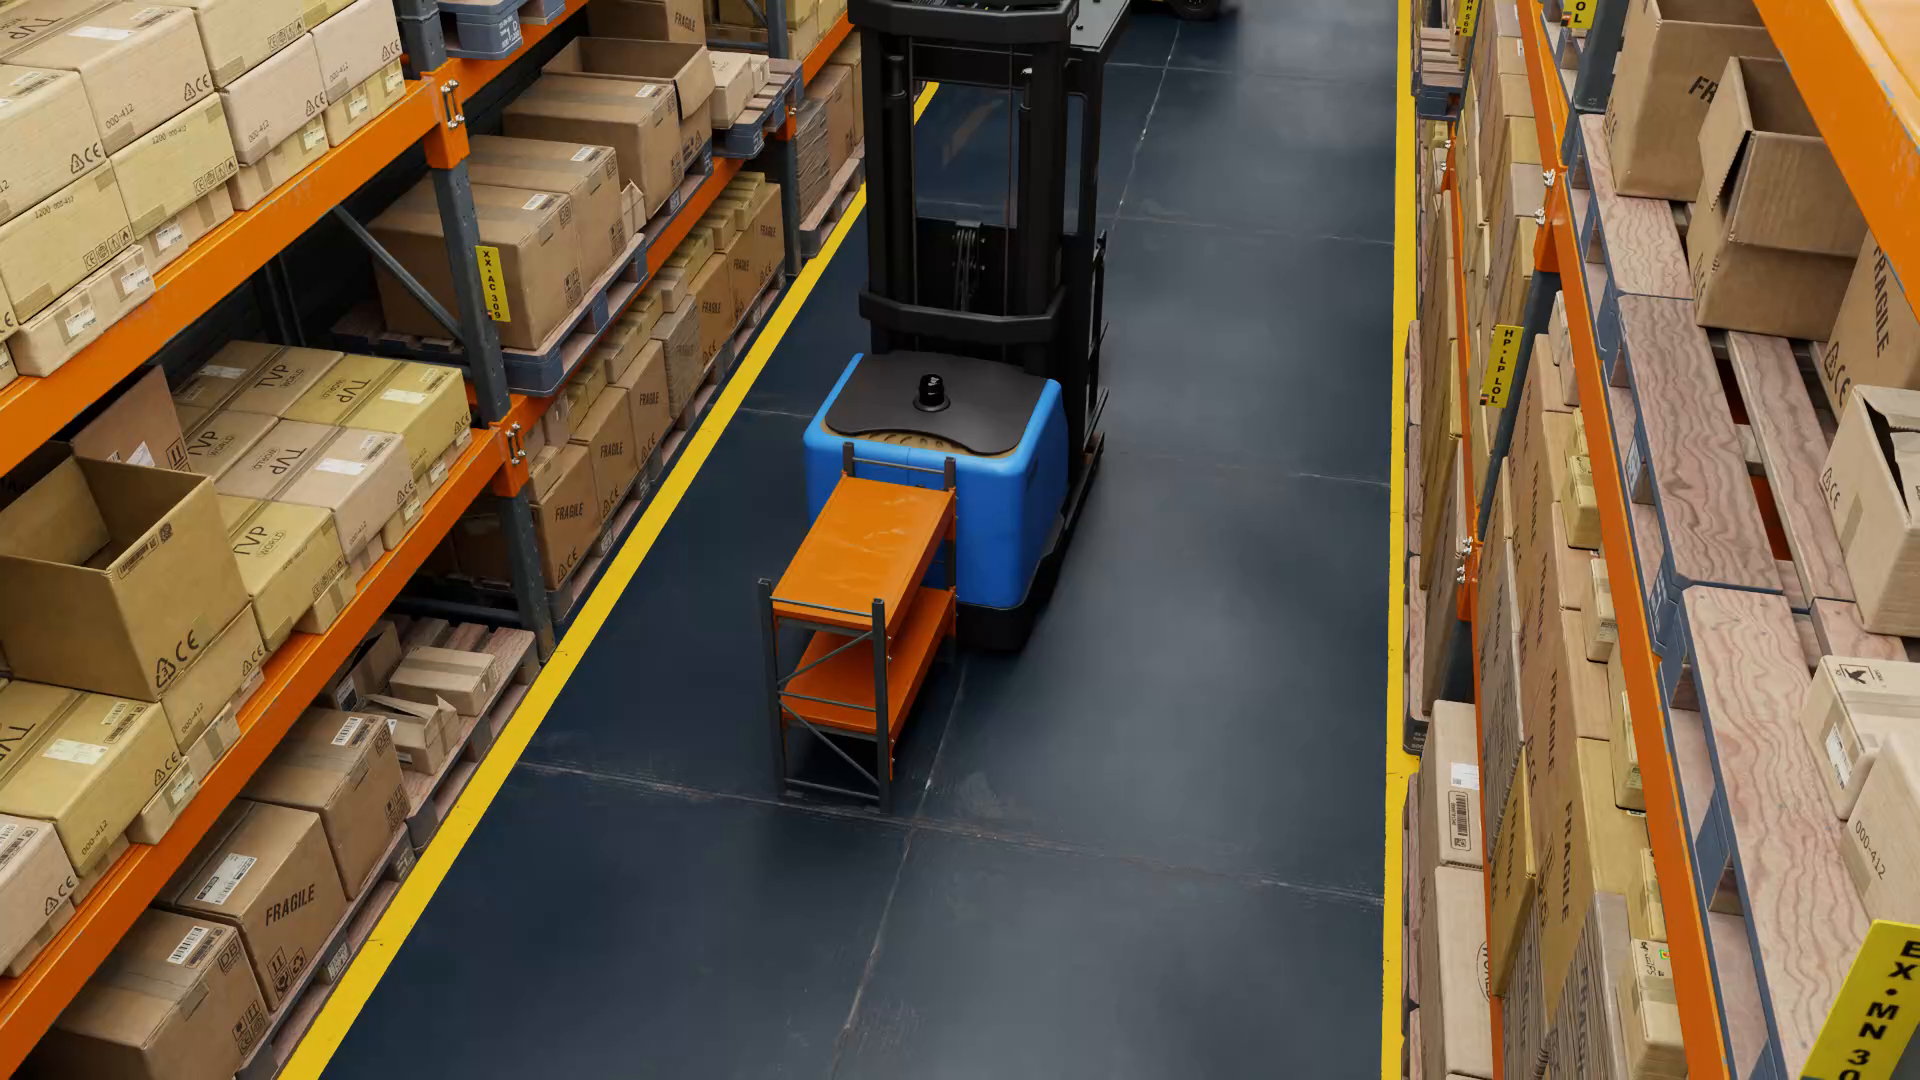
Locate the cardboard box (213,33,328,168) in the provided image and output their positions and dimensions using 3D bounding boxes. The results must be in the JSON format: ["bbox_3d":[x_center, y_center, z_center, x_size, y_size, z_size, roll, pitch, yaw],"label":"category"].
[{"bbox_3d":[-2.357,-1.401,5.215,0.500,0.250,0.500,6,36,8],"label":"cardboard box"}]

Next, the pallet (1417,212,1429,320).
[{"bbox_3d":[3.475,-1.725,10.721,1.003,0.211,1.213,7,37,10],"label":"pallet"}]

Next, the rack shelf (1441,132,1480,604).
[{"bbox_3d":[2.879,-0.969,7.914,1.077,0.370,4.000,7,37,10],"label":"rack shelf"}]

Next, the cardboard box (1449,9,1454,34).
[{"bbox_3d":[3.205,-3.149,10.165,0.380,0.149,0.250,6,36,8],"label":"cardboard box"}]

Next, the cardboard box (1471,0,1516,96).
[{"bbox_3d":[2.962,-2.600,8.614,0.500,0.500,0.500,6,36,8],"label":"cardboard box"}]

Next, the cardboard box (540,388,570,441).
[{"bbox_3d":[-2.053,-0.602,7.760,0.380,0.149,0.250,6,36,8],"label":"cardboard box"}]

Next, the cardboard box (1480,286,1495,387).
[{"bbox_3d":[2.408,-0.826,6.805,0.500,0.250,0.500,8,37,11],"label":"cardboard box"}]

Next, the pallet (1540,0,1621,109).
[{"bbox_3d":[2.600,-1.782,6.030,0.805,0.209,1.217,6,36,8],"label":"pallet"}]

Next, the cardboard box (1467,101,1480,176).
[{"bbox_3d":[2.846,-1.993,8.415,0.500,0.250,0.500,8,37,11],"label":"cardboard box"}]

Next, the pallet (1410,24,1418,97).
[{"bbox_3d":[4.270,-3.960,13.804,1.003,0.211,1.213,7,37,10],"label":"pallet"}]

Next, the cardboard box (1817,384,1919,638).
[{"bbox_3d":[1.966,-0.061,3.125,0.500,0.311,0.500,8,37,11],"label":"cardboard box"}]

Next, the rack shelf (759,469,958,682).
[{"bbox_3d":[-0.397,0.125,6.890,0.538,0.278,1.000,9,37,12],"label":"rack shelf"}]

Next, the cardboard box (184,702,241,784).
[{"bbox_3d":[-2.554,0.621,5.321,0.380,0.149,0.250,8,37,11],"label":"cardboard box"}]

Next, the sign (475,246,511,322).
[{"bbox_3d":[-1.866,-1.020,6.634,0.100,0.325,0.005,7,37,10],"label":"sign"}]

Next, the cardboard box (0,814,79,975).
[{"bbox_3d":[-2.785,0.985,4.480,0.500,0.250,0.500,8,37,10],"label":"cardboard box"}]

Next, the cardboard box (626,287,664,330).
[{"bbox_3d":[-1.814,-1.241,8.896,0.380,0.149,0.250,7,37,10],"label":"cardboard box"}]

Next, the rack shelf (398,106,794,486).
[{"bbox_3d":[-1.971,-1.589,8.769,1.077,0.370,4.000,7,37,10],"label":"rack shelf"}]

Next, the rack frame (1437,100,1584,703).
[{"bbox_3d":[2.452,-0.113,6.121,1.000,3.000,0.127,7,37,10],"label":"rack frame"}]

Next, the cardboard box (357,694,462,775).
[{"bbox_3d":[-2.306,0.764,6.881,0.396,0.266,0.258,9,37,12],"label":"cardboard box"}]

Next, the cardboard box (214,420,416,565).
[{"bbox_3d":[-2.361,-0.182,6.089,0.500,0.250,0.500,7,37,10],"label":"cardboard box"}]

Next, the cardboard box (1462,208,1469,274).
[{"bbox_3d":[2.746,-1.500,8.162,0.500,0.250,0.500,8,37,12],"label":"cardboard box"}]

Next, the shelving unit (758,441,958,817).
[{"bbox_3d":[-0.397,0.362,7.062,0.538,1.125,1.048,9,37,12],"label":"shelving unit"}]

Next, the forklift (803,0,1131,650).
[{"bbox_3d":[0.164,-1.542,8.150,1.130,2.935,3.031,9,37,12],"label":"forklift"}]

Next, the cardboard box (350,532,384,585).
[{"bbox_3d":[-2.368,0.034,6.132,0.380,0.149,0.250,8,37,11],"label":"cardboard box"}]

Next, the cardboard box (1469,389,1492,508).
[{"bbox_3d":[2.302,-0.342,6.563,0.500,0.250,0.500,6,36,9],"label":"cardboard box"}]

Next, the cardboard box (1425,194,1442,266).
[{"bbox_3d":[3.437,-1.835,10.378,0.950,0.372,0.625,5,36,7],"label":"cardboard box"}]

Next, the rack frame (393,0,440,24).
[{"bbox_3d":[-2.398,-3.163,5.216,1.000,3.000,0.127,7,37,10],"label":"rack frame"}]

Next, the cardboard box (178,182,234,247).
[{"bbox_3d":[-2.450,-1.021,5.030,0.380,0.149,0.250,9,37,12],"label":"cardboard box"}]

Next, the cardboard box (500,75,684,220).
[{"bbox_3d":[-1.798,-1.940,8.198,0.700,0.500,0.500,7,37,10],"label":"cardboard box"}]

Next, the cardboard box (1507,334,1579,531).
[{"bbox_3d":[2.114,-0.316,5.463,0.500,0.500,0.500,8,37,10],"label":"cardboard box"}]

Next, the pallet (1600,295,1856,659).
[{"bbox_3d":[2.004,-0.127,3.659,1.003,0.211,1.213,7,37,10],"label":"pallet"}]

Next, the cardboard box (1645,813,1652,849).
[{"bbox_3d":[1.702,0.654,3.572,0.380,0.149,0.250,7,37,10],"label":"cardboard box"}]

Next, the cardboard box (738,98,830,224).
[{"bbox_3d":[-1.397,-2.591,11.205,0.875,0.625,0.625,8,37,11],"label":"cardboard box"}]

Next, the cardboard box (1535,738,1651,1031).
[{"bbox_3d":[1.660,0.842,3.866,0.500,0.500,0.500,7,37,10],"label":"cardboard box"}]

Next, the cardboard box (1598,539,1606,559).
[{"bbox_3d":[1.907,0.066,4.384,0.380,0.149,0.250,7,37,10],"label":"cardboard box"}]

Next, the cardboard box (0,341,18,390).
[{"bbox_3d":[-2.660,-0.436,4.223,0.380,0.149,0.250,7,37,9],"label":"cardboard box"}]

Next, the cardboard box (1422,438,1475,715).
[{"bbox_3d":[2.506,0.211,7.125,0.875,0.875,0.875,8,37,11],"label":"cardboard box"}]

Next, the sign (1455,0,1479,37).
[{"bbox_3d":[2.774,-2.906,9.055,0.100,0.325,0.005,7,37,10],"label":"sign"}]

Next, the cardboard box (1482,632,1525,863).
[{"bbox_3d":[1.872,0.655,4.976,0.500,0.500,0.500,8,37,10],"label":"cardboard box"}]

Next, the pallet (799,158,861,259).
[{"bbox_3d":[-1.329,-2.365,11.603,1.003,0.211,1.213,7,37,10],"label":"pallet"}]

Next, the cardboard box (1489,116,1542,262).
[{"bbox_3d":[2.533,-1.432,7.003,0.500,0.500,0.500,8,37,11],"label":"cardboard box"}]

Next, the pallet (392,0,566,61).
[{"bbox_3d":[-2.190,-2.237,6.655,1.213,0.211,1.003,7,37,10],"label":"pallet"}]

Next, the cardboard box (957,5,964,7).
[{"bbox_3d":[-0.262,-4.612,14.313,0.500,0.250,0.500,8,37,10],"label":"cardboard box"}]

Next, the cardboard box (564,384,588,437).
[{"bbox_3d":[-2.034,-0.643,8.071,0.380,0.149,0.250,6,36,8],"label":"cardboard box"}]

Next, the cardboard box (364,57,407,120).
[{"bbox_3d":[-2.186,-1.603,5.834,0.380,0.149,0.250,7,37,10],"label":"cardboard box"}]

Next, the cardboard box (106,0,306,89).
[{"bbox_3d":[-2.370,-1.599,5.062,0.500,0.250,0.500,7,36,9],"label":"cardboard box"}]

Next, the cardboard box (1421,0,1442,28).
[{"bbox_3d":[4.025,-4.433,13.427,0.500,0.500,0.500,7,36,9],"label":"cardboard box"}]

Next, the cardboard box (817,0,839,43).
[{"bbox_3d":[-1.098,-3.477,10.890,0.500,0.250,0.500,7,36,9],"label":"cardboard box"}]

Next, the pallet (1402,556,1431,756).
[{"bbox_3d":[2.543,0.564,7.562,1.003,0.211,1.213,7,37,10],"label":"pallet"}]

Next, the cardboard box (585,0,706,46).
[{"bbox_3d":[-1.806,-2.962,9.608,0.500,0.500,0.500,9,37,12],"label":"cardboard box"}]

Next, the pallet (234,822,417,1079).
[{"bbox_3d":[-2.804,1.491,6.284,1.003,0.211,1.213,7,37,10],"label":"pallet"}]

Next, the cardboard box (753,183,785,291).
[{"bbox_3d":[-1.424,-1.915,10.379,0.500,0.500,0.500,8,37,11],"label":"cardboard box"}]

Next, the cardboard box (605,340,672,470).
[{"bbox_3d":[-1.860,-0.733,8.747,0.500,0.500,0.500,6,36,9],"label":"cardboard box"}]

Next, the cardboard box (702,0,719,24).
[{"bbox_3d":[-1.719,-3.461,10.441,0.500,0.250,0.500,8,37,11],"label":"cardboard box"}]

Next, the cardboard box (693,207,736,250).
[{"bbox_3d":[-1.529,-1.827,9.704,0.380,0.149,0.250,6,36,8],"label":"cardboard box"}]

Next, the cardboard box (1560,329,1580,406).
[{"bbox_3d":[2.092,-0.524,5.197,0.380,0.149,0.250,8,37,11],"label":"cardboard box"}]

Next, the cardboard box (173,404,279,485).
[{"bbox_3d":[-2.868,-0.255,6.190,0.500,0.250,0.500,7,37,10],"label":"cardboard box"}]

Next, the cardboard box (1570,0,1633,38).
[{"bbox_3d":[2.435,-1.994,5.877,0.500,0.311,0.500,7,37,10],"label":"cardboard box"}]
